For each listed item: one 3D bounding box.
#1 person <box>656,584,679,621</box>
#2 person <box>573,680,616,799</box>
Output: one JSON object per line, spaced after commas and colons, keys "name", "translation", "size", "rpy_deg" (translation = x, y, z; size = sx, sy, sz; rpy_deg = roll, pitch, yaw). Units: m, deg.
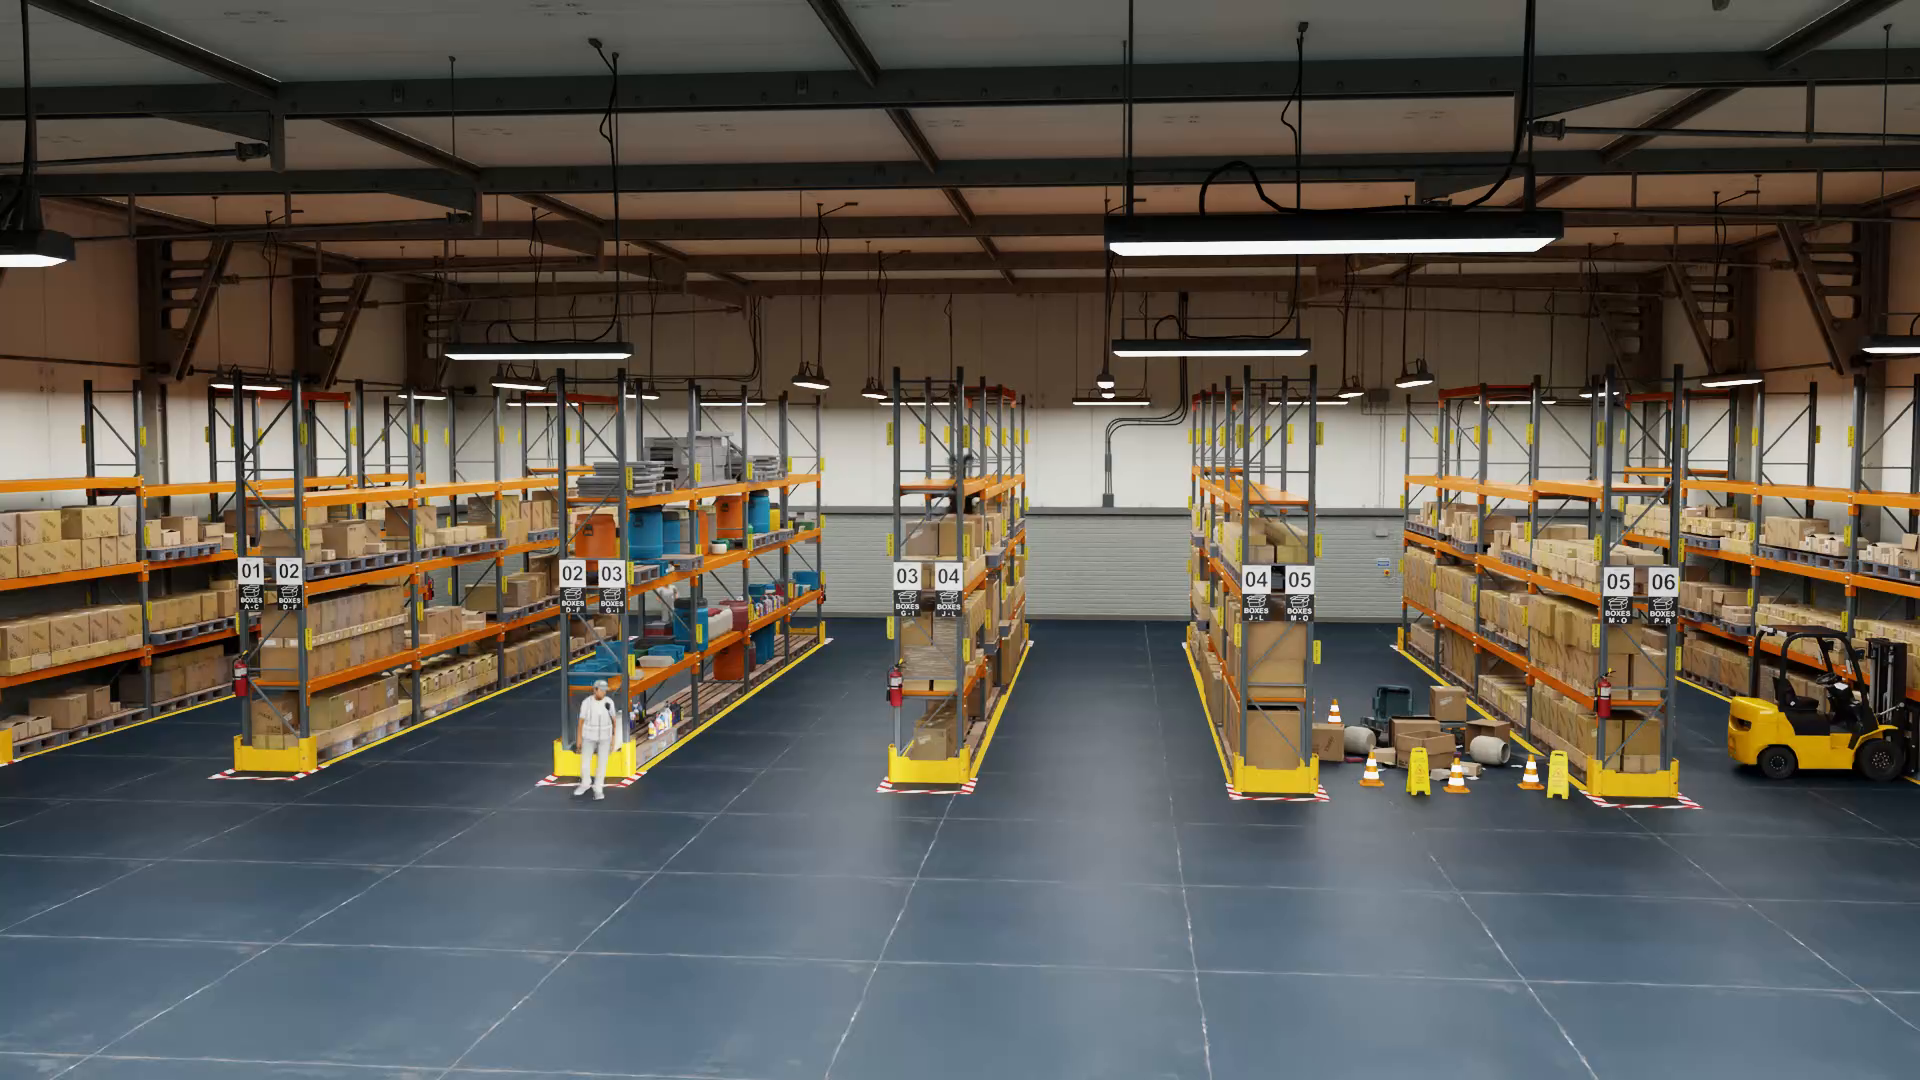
{"name": "person", "translation": [-7.025, 1.688, 40.001], "size": [0.559, 1.692, 0.876], "rpy_deg": [-1, 4, -16]}
{"name": "person", "translation": [-5.033, 2.744, 22.916], "size": [0.581, 1.655, 0.465], "rpy_deg": [-1, 4, -22]}
